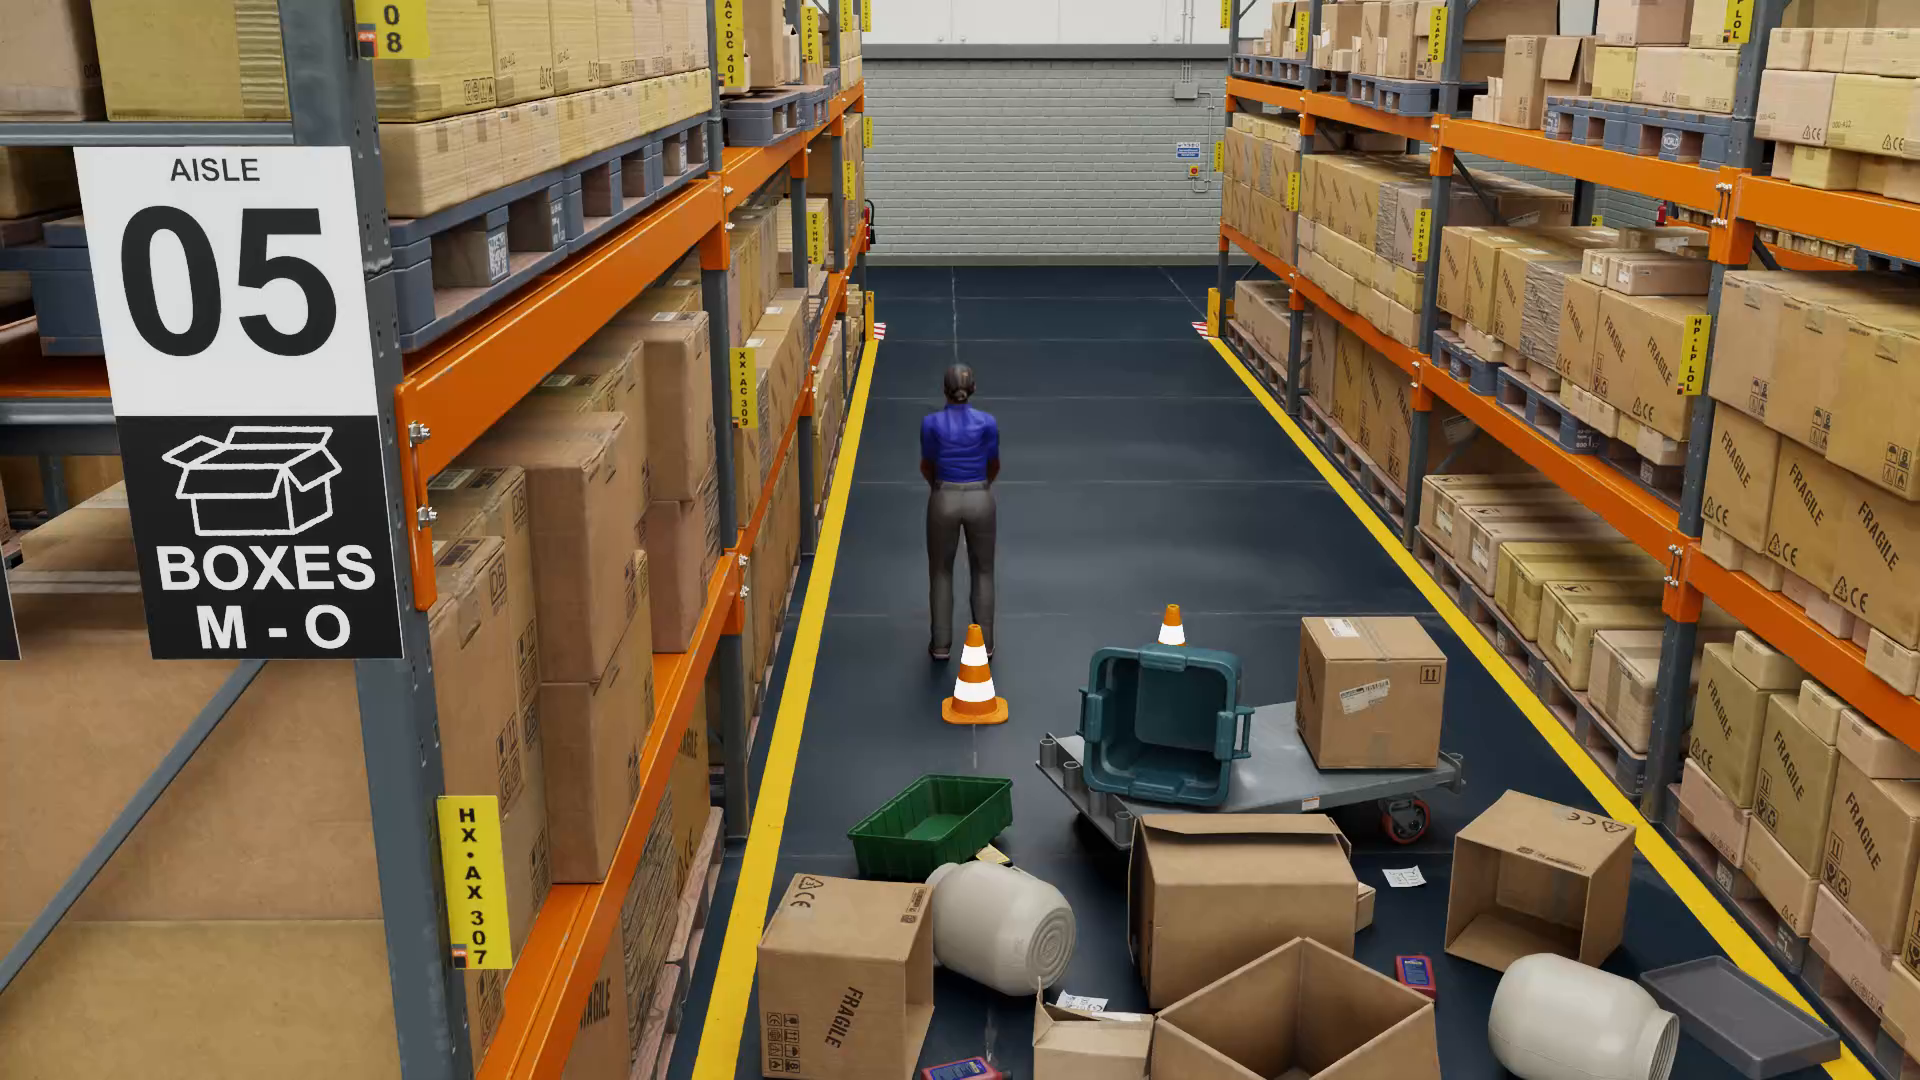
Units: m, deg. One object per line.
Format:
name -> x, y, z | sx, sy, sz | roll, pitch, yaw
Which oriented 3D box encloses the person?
person -> 0.001, -0.176, 9.139 | 0.441, 1.656, 0.499 | 0, 17, -1
